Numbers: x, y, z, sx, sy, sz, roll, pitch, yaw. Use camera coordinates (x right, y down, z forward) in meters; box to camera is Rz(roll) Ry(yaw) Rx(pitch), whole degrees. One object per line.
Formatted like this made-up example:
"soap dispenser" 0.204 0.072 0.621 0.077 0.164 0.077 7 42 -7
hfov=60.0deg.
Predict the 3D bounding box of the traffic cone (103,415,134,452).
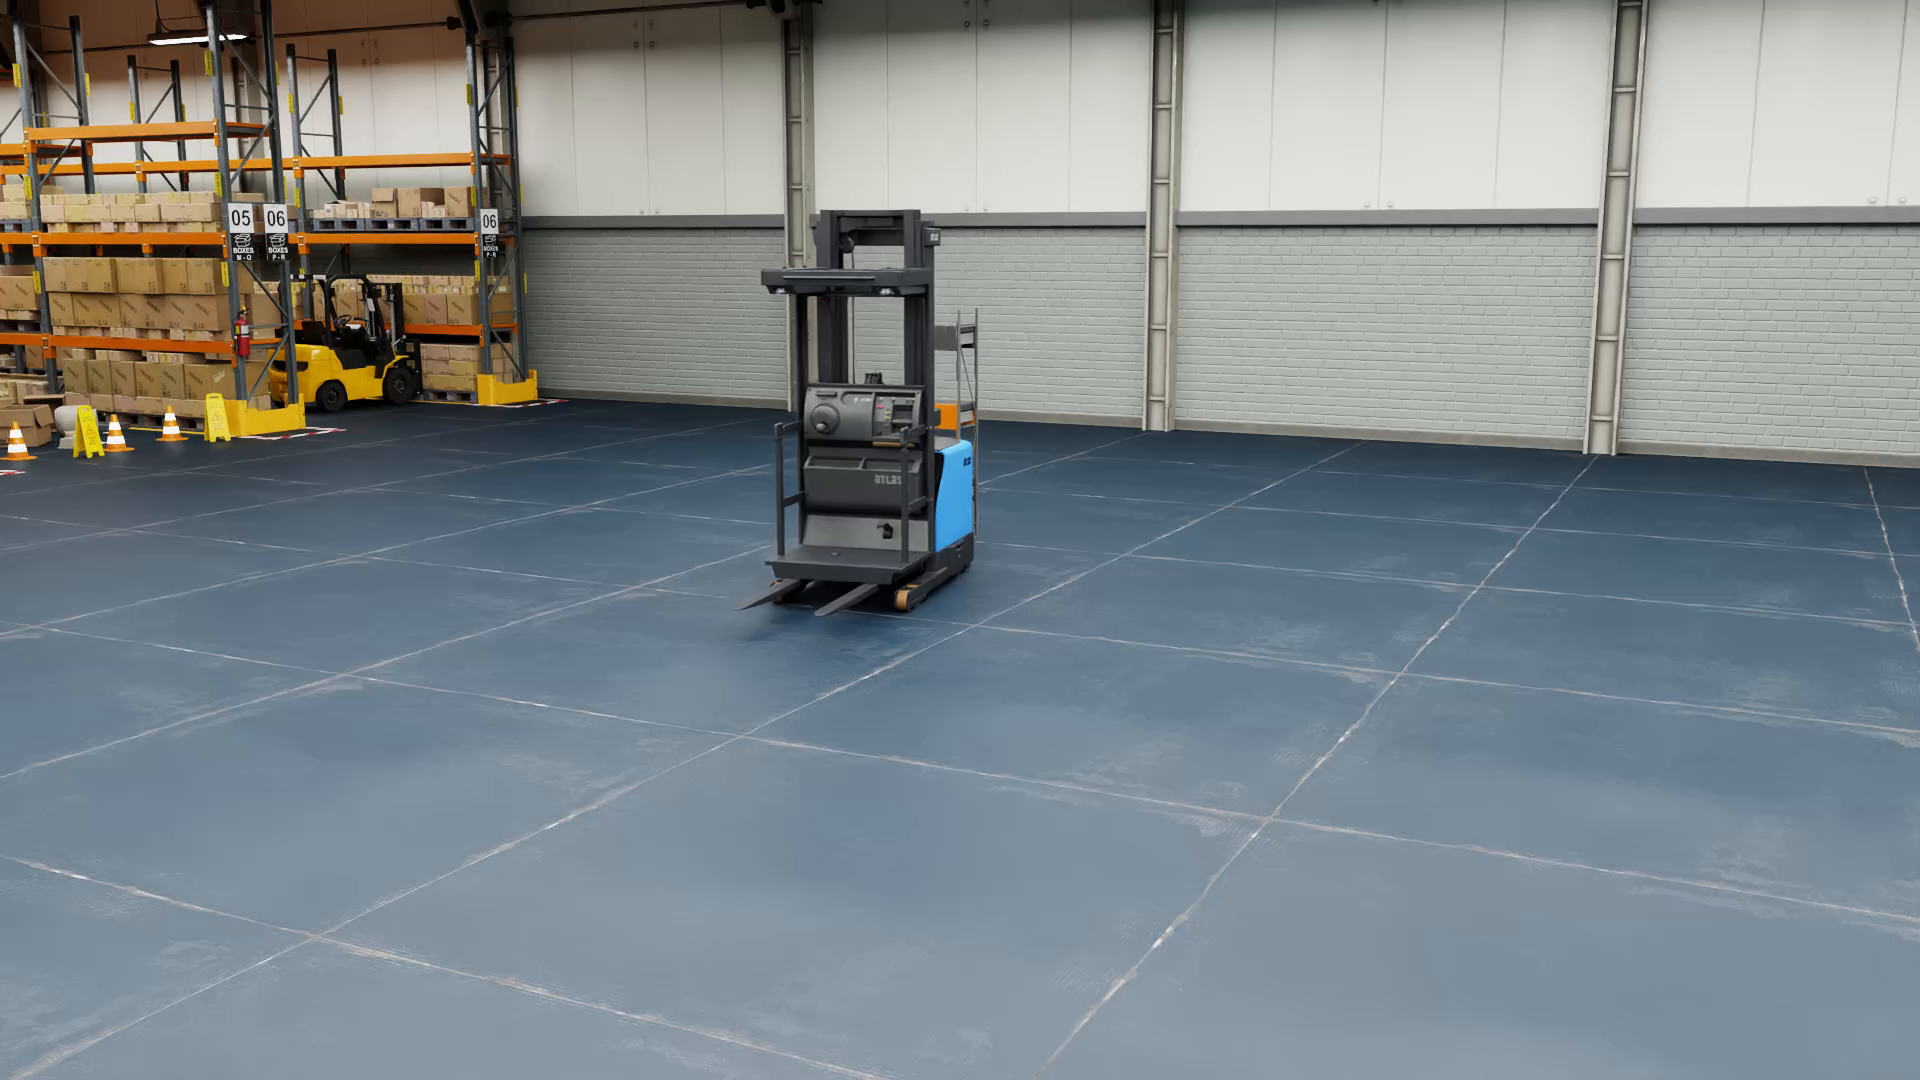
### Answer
"traffic cone" -11.002 -1.400 21.664 0.334 0.463 0.336 5 11 26

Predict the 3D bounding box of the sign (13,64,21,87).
"sign" -13.687 -6.740 24.134 0.005 0.325 0.100 5 11 26

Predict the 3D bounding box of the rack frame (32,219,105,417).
"rack frame" -13.447 -3.339 25.258 0.127 3.000 1.000 5 11 26

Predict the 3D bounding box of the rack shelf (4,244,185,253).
"rack shelf" -16.634 -5.727 32.049 4.000 0.370 1.077 5 11 26

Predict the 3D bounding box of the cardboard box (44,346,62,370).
"cardboard box" -17.612 -3.625 32.676 0.500 0.500 0.500 5 11 25

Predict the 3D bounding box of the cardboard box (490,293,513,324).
"cardboard box" -7.988 -3.950 28.350 0.500 0.500 0.500 5 12 28

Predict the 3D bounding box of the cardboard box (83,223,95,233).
"cardboard box" -12.587 -4.570 24.344 0.250 0.149 0.380 5 12 28

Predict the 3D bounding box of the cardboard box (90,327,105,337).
"cardboard box" -12.598 -3.087 24.569 0.250 0.149 0.380 5 12 28

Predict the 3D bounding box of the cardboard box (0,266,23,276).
"cardboard box" -14.584 -4.113 25.418 0.250 0.149 0.380 5 11 24

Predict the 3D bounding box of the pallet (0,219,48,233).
"pallet" -13.953 -4.789 25.371 1.003 0.211 1.213 5 11 26

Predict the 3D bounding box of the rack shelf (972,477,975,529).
"rack shelf" -0.148 -0.344 15.242 0.480 0.518 0.431 5 11 26

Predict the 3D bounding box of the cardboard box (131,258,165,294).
"cardboard box" -11.368 -3.782 23.780 0.500 0.500 0.700 5 11 25

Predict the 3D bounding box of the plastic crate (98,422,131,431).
"plastic crate" -12.401 -1.648 24.111 0.583 0.080 0.402 1 10 6

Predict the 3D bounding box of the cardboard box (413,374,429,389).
"cardboard box" -9.114 -2.739 28.482 0.500 0.250 0.500 5 11 26

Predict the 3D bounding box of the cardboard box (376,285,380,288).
"cardboard box" -9.949 -4.328 28.620 0.250 0.149 0.380 5 11 24

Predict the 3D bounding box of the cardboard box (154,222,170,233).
"cardboard box" -11.206 -4.443 23.641 0.250 0.149 0.380 5 11 25

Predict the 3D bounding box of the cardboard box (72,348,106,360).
"cardboard box" -12.951 -2.772 24.739 0.250 0.149 0.380 5 11 27

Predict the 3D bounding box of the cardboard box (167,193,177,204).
"cardboard box" -10.949 -4.820 23.485 0.250 0.149 0.380 5 11 26

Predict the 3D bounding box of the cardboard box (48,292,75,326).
"cardboard box" -13.175 -3.456 24.785 0.500 0.500 0.500 5 11 26

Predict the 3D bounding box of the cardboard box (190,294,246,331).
"cardboard box" -10.468 -3.218 23.474 0.500 0.500 0.500 5 11 25

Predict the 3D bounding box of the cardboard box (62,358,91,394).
"cardboard box" -13.037 -2.472 24.904 0.500 0.500 0.500 6 12 29

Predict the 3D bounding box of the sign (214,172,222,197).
"sign" -10.123 -4.849 22.690 0.005 0.325 0.100 5 11 26

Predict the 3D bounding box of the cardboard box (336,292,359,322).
"cardboard box" -10.497 -4.066 28.995 0.500 0.500 0.500 5 12 27

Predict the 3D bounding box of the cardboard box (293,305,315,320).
"cardboard box" -11.821 -4.056 29.642 0.500 0.250 0.500 5 12 27

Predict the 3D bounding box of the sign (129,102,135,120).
"sign" -15.072 -7.811 30.274 0.005 0.325 0.100 5 11 26

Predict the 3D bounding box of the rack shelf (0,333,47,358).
"rack shelf" -15.240 -3.143 26.193 4.000 0.370 1.077 5 11 26

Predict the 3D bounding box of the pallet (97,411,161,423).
"pallet" -12.829 -1.920 25.245 1.213 0.211 1.003 5 11 26

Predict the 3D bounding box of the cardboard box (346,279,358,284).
"cardboard box" -10.406 -4.513 28.806 0.250 0.149 0.380 5 12 27

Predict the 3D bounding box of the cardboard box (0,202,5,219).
"cardboard box" -14.486 -5.012 25.318 0.500 0.250 0.500 5 11 27

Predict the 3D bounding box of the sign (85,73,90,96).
"sign" -13.190 -6.875 25.105 0.005 0.325 0.100 5 11 26

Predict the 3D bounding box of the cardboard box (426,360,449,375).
"cardboard box" -8.686 -2.946 28.225 0.500 0.250 0.500 5 11 25

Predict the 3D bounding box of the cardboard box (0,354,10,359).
"cardboard box" -19.378 -3.649 33.468 0.258 0.266 0.396 5 12 28

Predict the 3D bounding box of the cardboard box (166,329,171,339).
"cardboard box" -11.198 -2.980 23.977 0.250 0.149 0.380 5 11 27

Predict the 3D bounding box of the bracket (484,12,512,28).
"bracket" -7.677 -8.650 27.648 0.430 0.232 0.235 5 11 26

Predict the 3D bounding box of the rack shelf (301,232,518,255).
"rack shelf" -9.460 -5.097 28.566 4.000 0.370 1.077 5 11 26

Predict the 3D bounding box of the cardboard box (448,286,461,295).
"cardboard box" -8.344 -4.183 27.821 0.250 0.149 0.380 5 12 27

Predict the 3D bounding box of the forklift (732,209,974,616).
"forklift" -0.802 -0.991 12.478 1.130 2.935 3.031 3 11 17

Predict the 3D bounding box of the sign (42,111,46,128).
"sign" -18.187 -8.341 32.984 0.005 0.325 0.100 5 11 26

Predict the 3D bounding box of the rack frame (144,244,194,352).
"rack frame" -14.841 -4.448 31.382 0.127 3.000 1.000 5 11 26

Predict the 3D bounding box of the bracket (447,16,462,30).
"bracket" -8.421 -8.715 28.010 0.430 0.232 0.235 5 11 26

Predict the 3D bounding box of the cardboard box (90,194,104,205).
"cardboard box" -12.361 -4.933 24.106 0.250 0.149 0.380 5 11 24

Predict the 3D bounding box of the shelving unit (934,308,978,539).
"shelving unit" -0.148 -1.046 15.115 0.503 2.100 0.431 5 11 26

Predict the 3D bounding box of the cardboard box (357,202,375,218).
"cardboard box" -10.057 -5.633 28.424 0.258 0.266 0.396 5 11 24

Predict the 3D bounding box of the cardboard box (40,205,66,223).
"cardboard box" -13.173 -4.809 24.545 0.500 0.250 0.500 5 11 25

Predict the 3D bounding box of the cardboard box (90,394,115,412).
"cardboard box" -12.553 -2.063 24.748 0.500 0.250 0.500 6 12 29

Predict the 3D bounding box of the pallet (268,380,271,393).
"pallet" -11.932 -2.812 30.175 1.213 0.211 1.003 5 11 26

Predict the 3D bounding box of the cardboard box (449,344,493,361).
"cardboard box" -8.217 -3.149 27.942 0.500 0.250 0.500 5 12 28

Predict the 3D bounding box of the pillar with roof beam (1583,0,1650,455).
"pillar with roof beam" 6.345 -4.862 16.827 0.400 9.000 9.100 5 11 26

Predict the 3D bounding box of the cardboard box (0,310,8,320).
"cardboard box" -14.506 -3.457 25.435 0.250 0.149 0.380 5 11 25

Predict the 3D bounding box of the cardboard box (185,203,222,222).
"cardboard box" -10.438 -4.570 23.221 0.500 0.250 0.500 5 11 25

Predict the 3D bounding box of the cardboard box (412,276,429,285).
"cardboard box" -9.036 -4.392 28.135 0.250 0.149 0.380 5 12 27
